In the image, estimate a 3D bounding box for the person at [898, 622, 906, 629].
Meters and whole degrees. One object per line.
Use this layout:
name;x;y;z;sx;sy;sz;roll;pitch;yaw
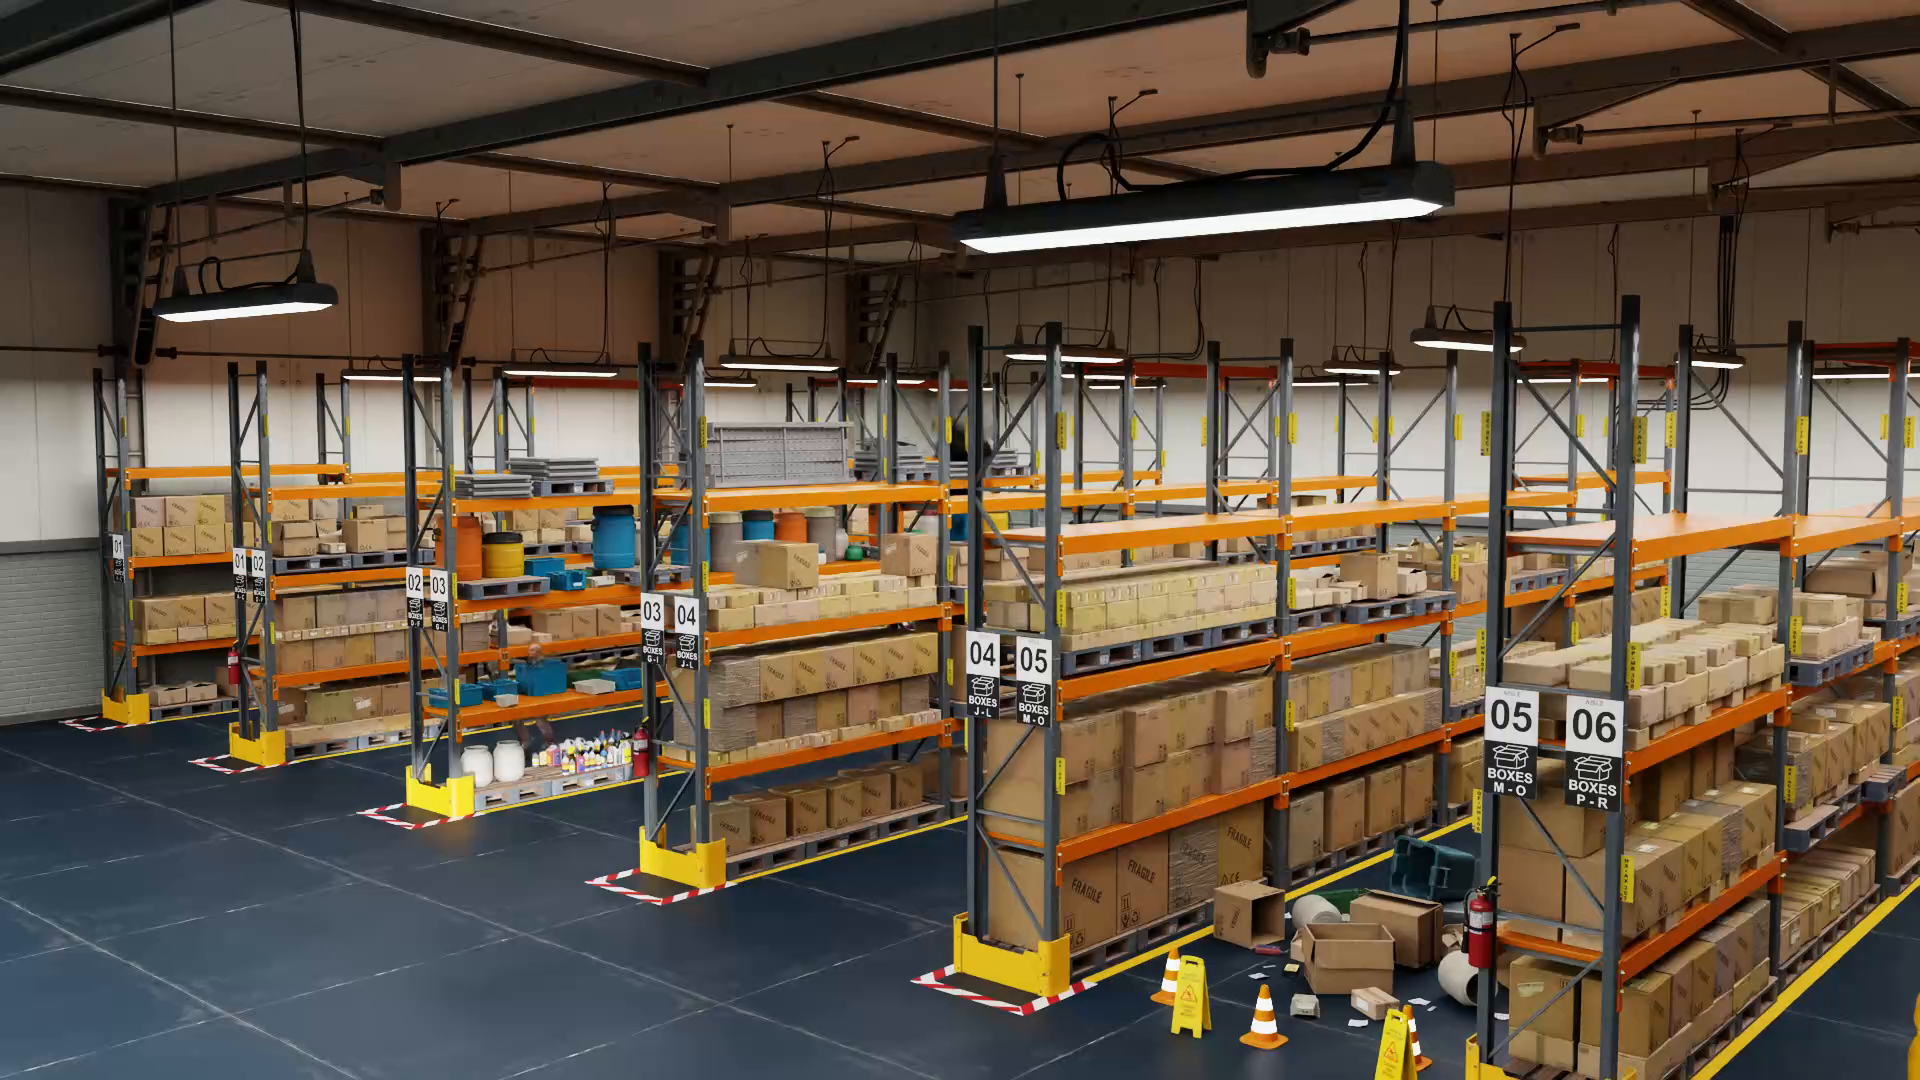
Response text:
person;-1.320;1.959;32.304;0.623;1.656;0.694;3;5;33

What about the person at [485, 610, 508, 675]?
person;-8.550;2.085;30.377;0.602;1.689;0.886;3;5;33

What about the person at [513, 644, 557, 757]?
person;-6.467;2.457;25.227;0.624;1.777;0.752;2;5;30
